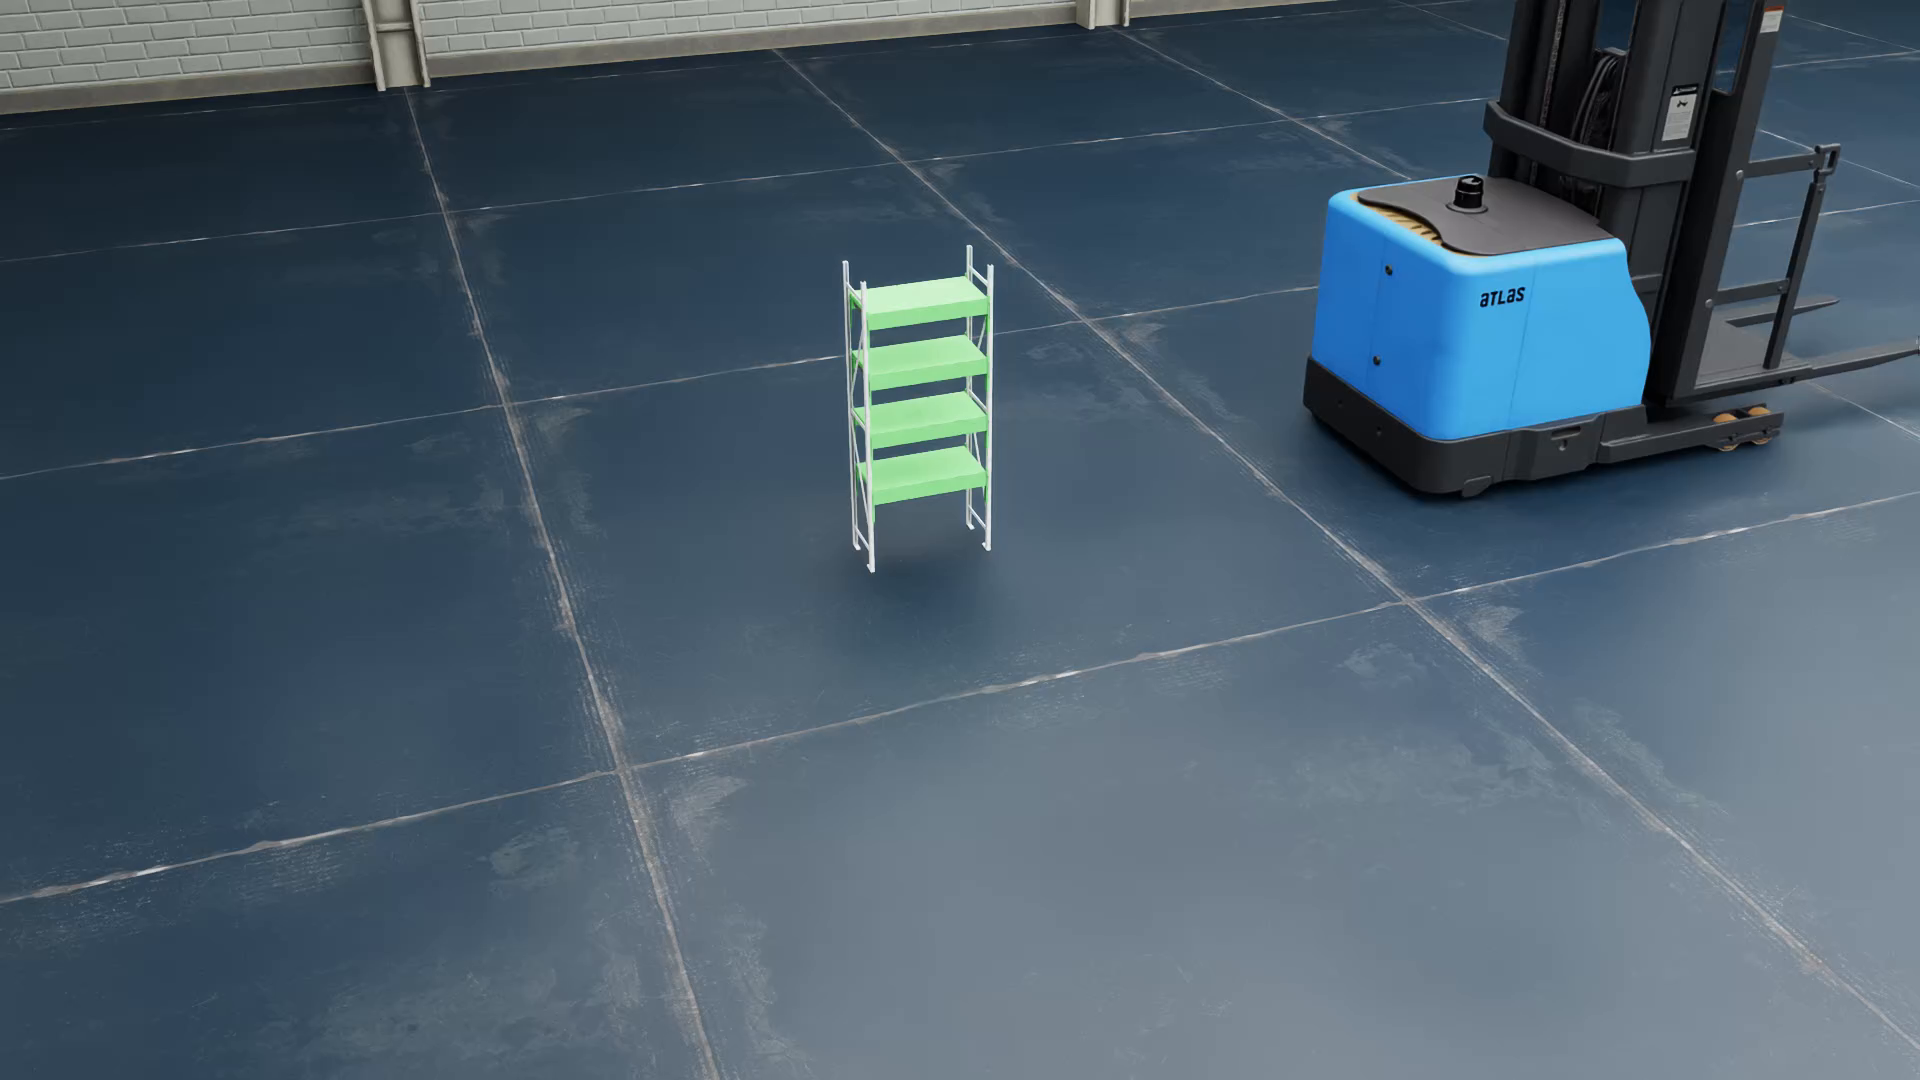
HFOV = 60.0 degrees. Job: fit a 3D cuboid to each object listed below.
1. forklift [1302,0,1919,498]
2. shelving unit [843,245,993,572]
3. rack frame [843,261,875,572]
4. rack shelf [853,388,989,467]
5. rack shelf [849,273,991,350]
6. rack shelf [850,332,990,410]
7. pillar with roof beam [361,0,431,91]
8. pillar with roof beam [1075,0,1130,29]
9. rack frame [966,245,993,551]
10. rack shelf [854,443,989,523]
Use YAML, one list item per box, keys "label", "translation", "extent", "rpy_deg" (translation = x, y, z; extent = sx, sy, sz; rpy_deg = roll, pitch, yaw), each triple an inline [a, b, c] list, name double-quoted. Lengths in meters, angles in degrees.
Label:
- label: "forklift"
  translation: [3.160, -1.902, 7.127]
  extent: [3.031, 2.935, 1.130]
  rpy_deg: [-11, 31, -18]
- label: "shelving unit"
  translation: [-0.155, -0.493, 6.403]
  extent: [0.503, 1.200, 0.258]
  rpy_deg: [-10, 31, -18]
- label: "rack frame"
  translation: [-0.384, -0.451, 6.329]
  extent: [0.015, 1.200, 0.240]
  rpy_deg: [-10, 31, -18]
- label: "rack shelf"
  translation: [-0.155, -0.437, 6.434]
  extent: [0.480, 0.148, 0.258]
  rpy_deg: [-10, 31, -18]
- label: "rack shelf"
  translation: [-0.155, -0.854, 6.197]
  extent: [0.480, 0.148, 0.258]
  rpy_deg: [-10, 31, -18]
- label: "rack shelf"
  translation: [-0.155, -0.646, 6.316]
  extent: [0.480, 0.148, 0.258]
  rpy_deg: [-10, 31, -18]
- label: "pillar with roof beam"
  translation: [-2.857, -5.481, 7.280]
  extent: [0.400, 9.000, 9.100]
  rpy_deg: [-10, 31, -18]
- label: "pillar with roof beam"
  translation: [2.767, -6.517, 9.098]
  extent: [0.400, 9.000, 9.100]
  rpy_deg: [-10, 31, -18]
- label: "rack frame"
  translation: [0.074, -0.535, 6.477]
  extent: [0.015, 1.200, 0.240]
  rpy_deg: [-10, 31, -18]
- label: "rack shelf"
  translation: [-0.155, -0.229, 6.553]
  extent: [0.480, 0.148, 0.258]
  rpy_deg: [-10, 31, -18]
